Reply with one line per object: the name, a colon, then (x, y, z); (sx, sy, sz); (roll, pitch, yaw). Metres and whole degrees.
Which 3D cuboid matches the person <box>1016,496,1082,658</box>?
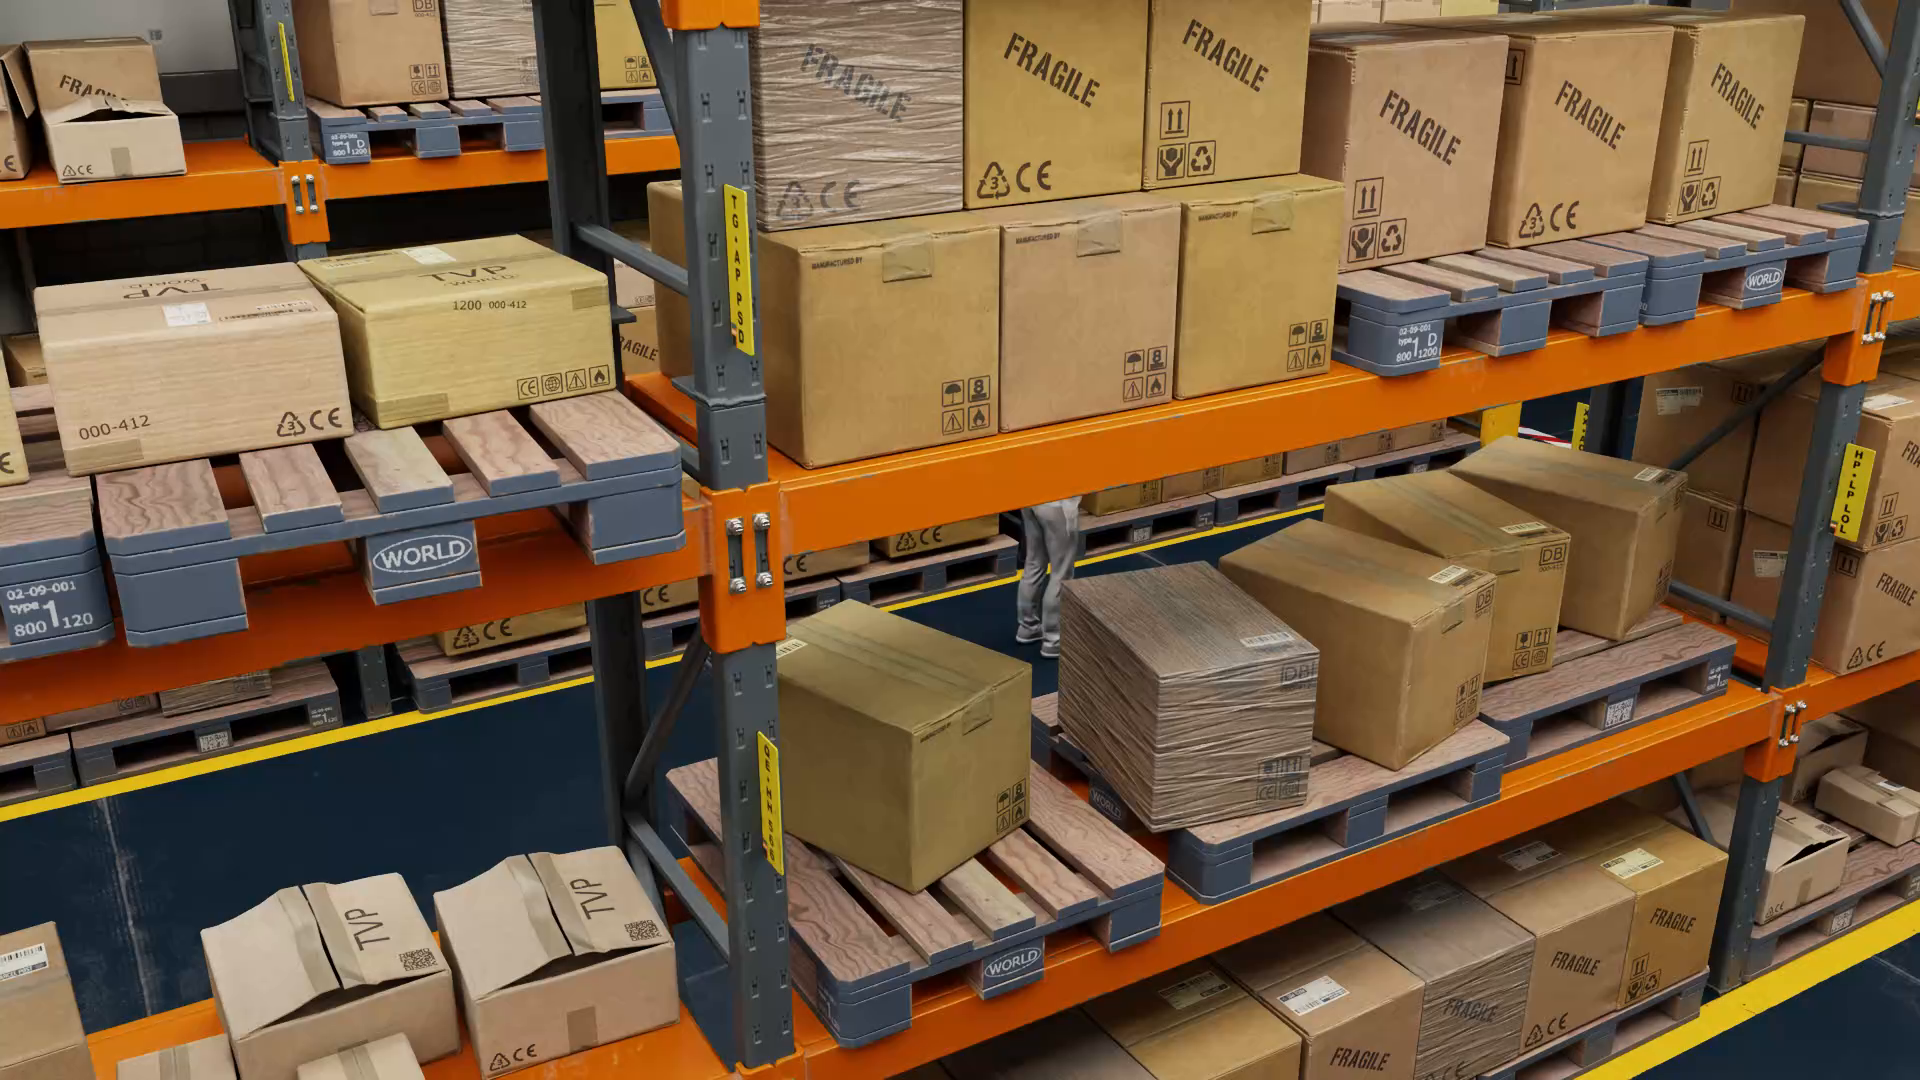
person: (0.489, -0.195, 9.045); (0.340, 1.684, 0.475); (-13, 25, -29)
